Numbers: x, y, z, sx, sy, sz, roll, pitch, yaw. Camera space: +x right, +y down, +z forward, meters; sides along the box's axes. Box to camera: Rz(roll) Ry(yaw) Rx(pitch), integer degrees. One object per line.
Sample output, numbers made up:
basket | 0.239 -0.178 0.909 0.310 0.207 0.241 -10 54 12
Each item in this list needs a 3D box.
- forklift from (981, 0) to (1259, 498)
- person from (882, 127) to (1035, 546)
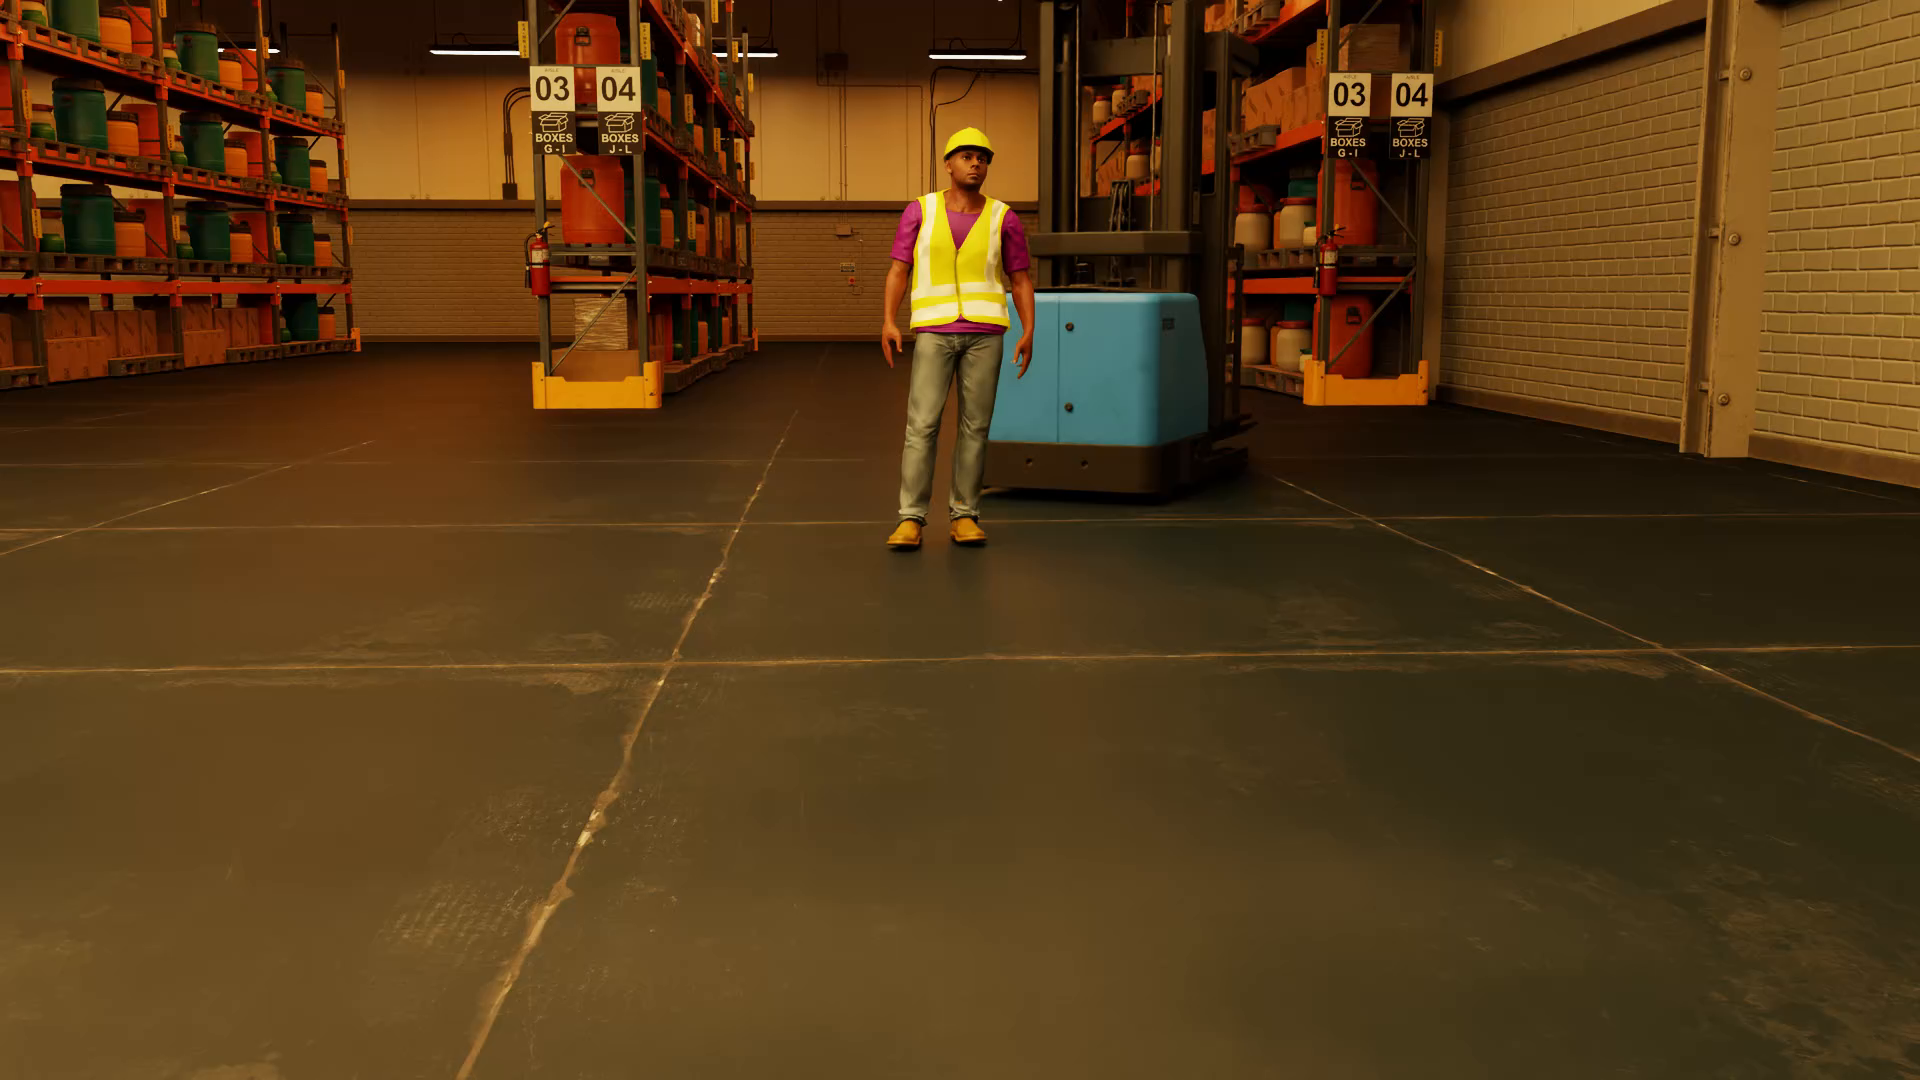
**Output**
forklift | 1.092 -1.841 9.732 1.130 2.935 3.031 4 9 23
person | -0.001 -0.870 7.108 0.665 1.768 0.571 -1 8 -4
